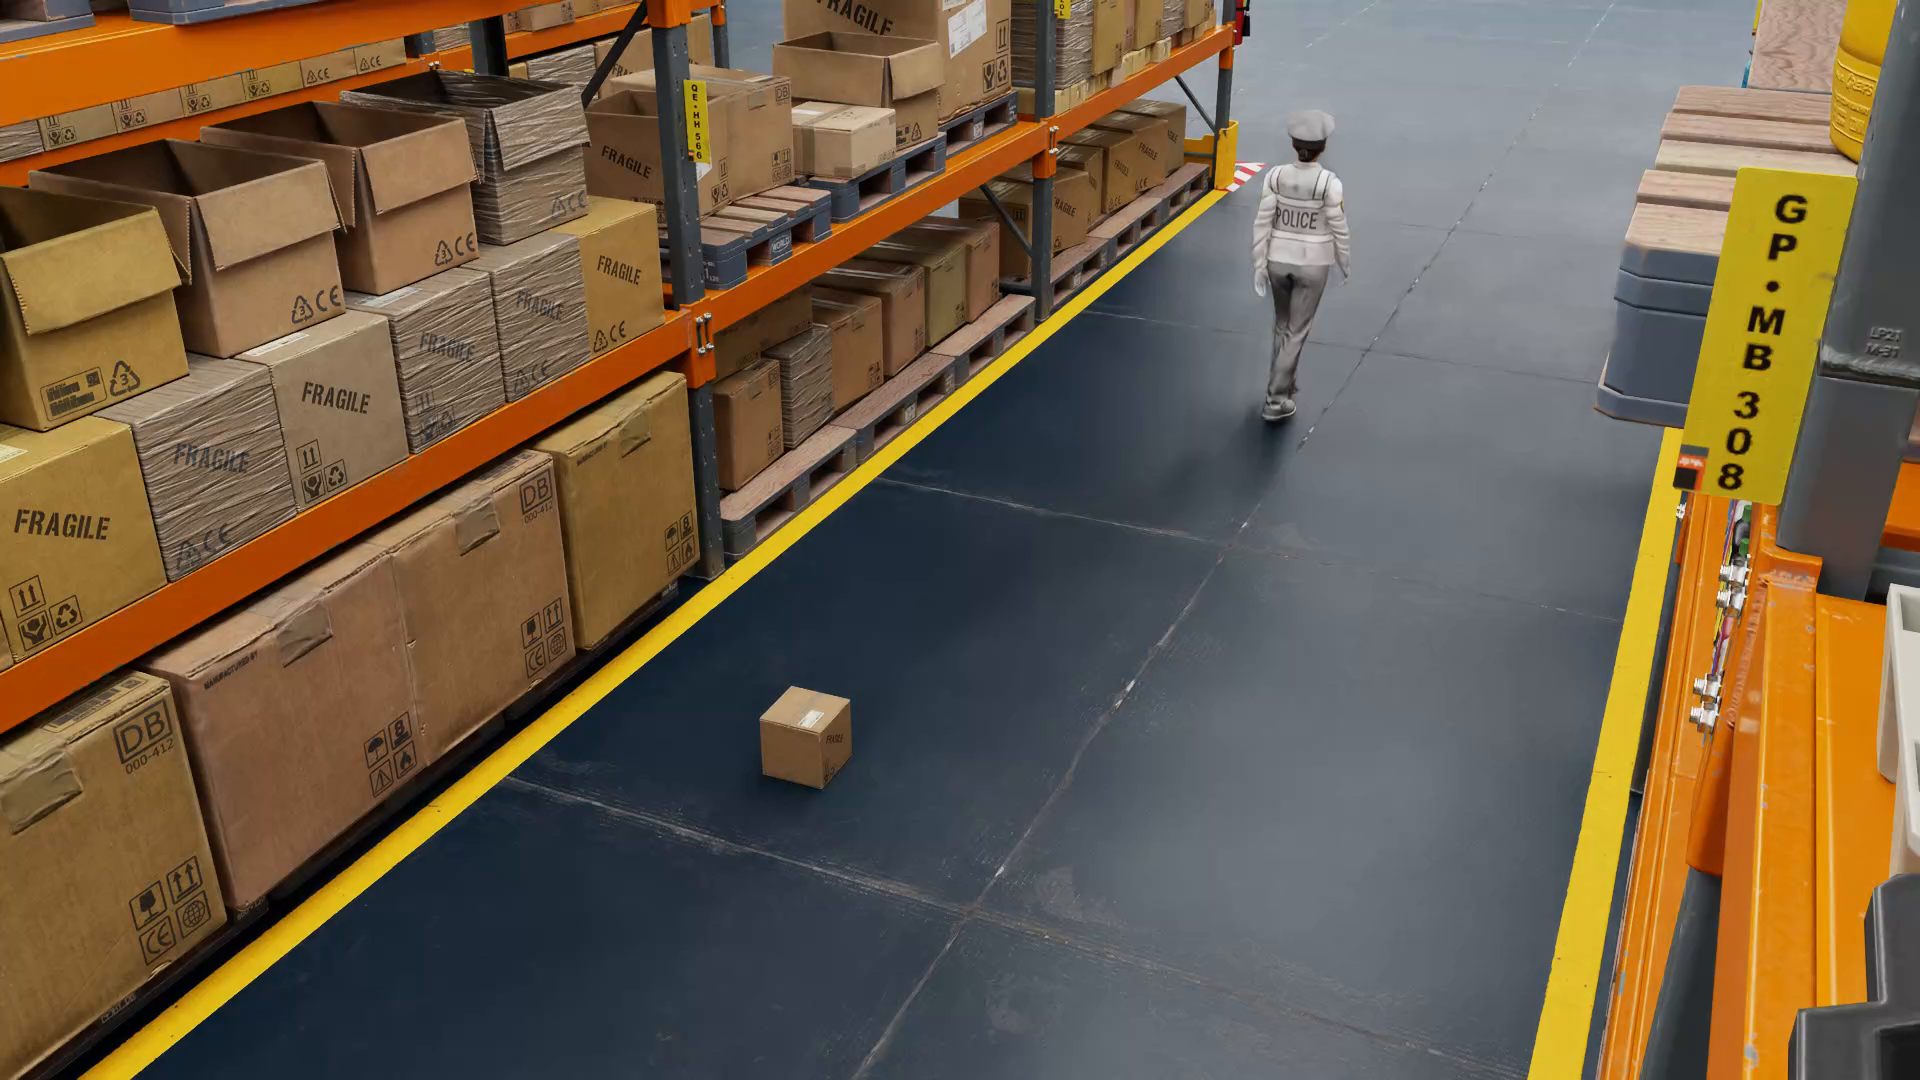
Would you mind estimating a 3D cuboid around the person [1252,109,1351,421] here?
[{"bbox_3d":[1.889,-1.485,9.123,0.484,1.743,0.690,19,32,33],"label":"person"}]
